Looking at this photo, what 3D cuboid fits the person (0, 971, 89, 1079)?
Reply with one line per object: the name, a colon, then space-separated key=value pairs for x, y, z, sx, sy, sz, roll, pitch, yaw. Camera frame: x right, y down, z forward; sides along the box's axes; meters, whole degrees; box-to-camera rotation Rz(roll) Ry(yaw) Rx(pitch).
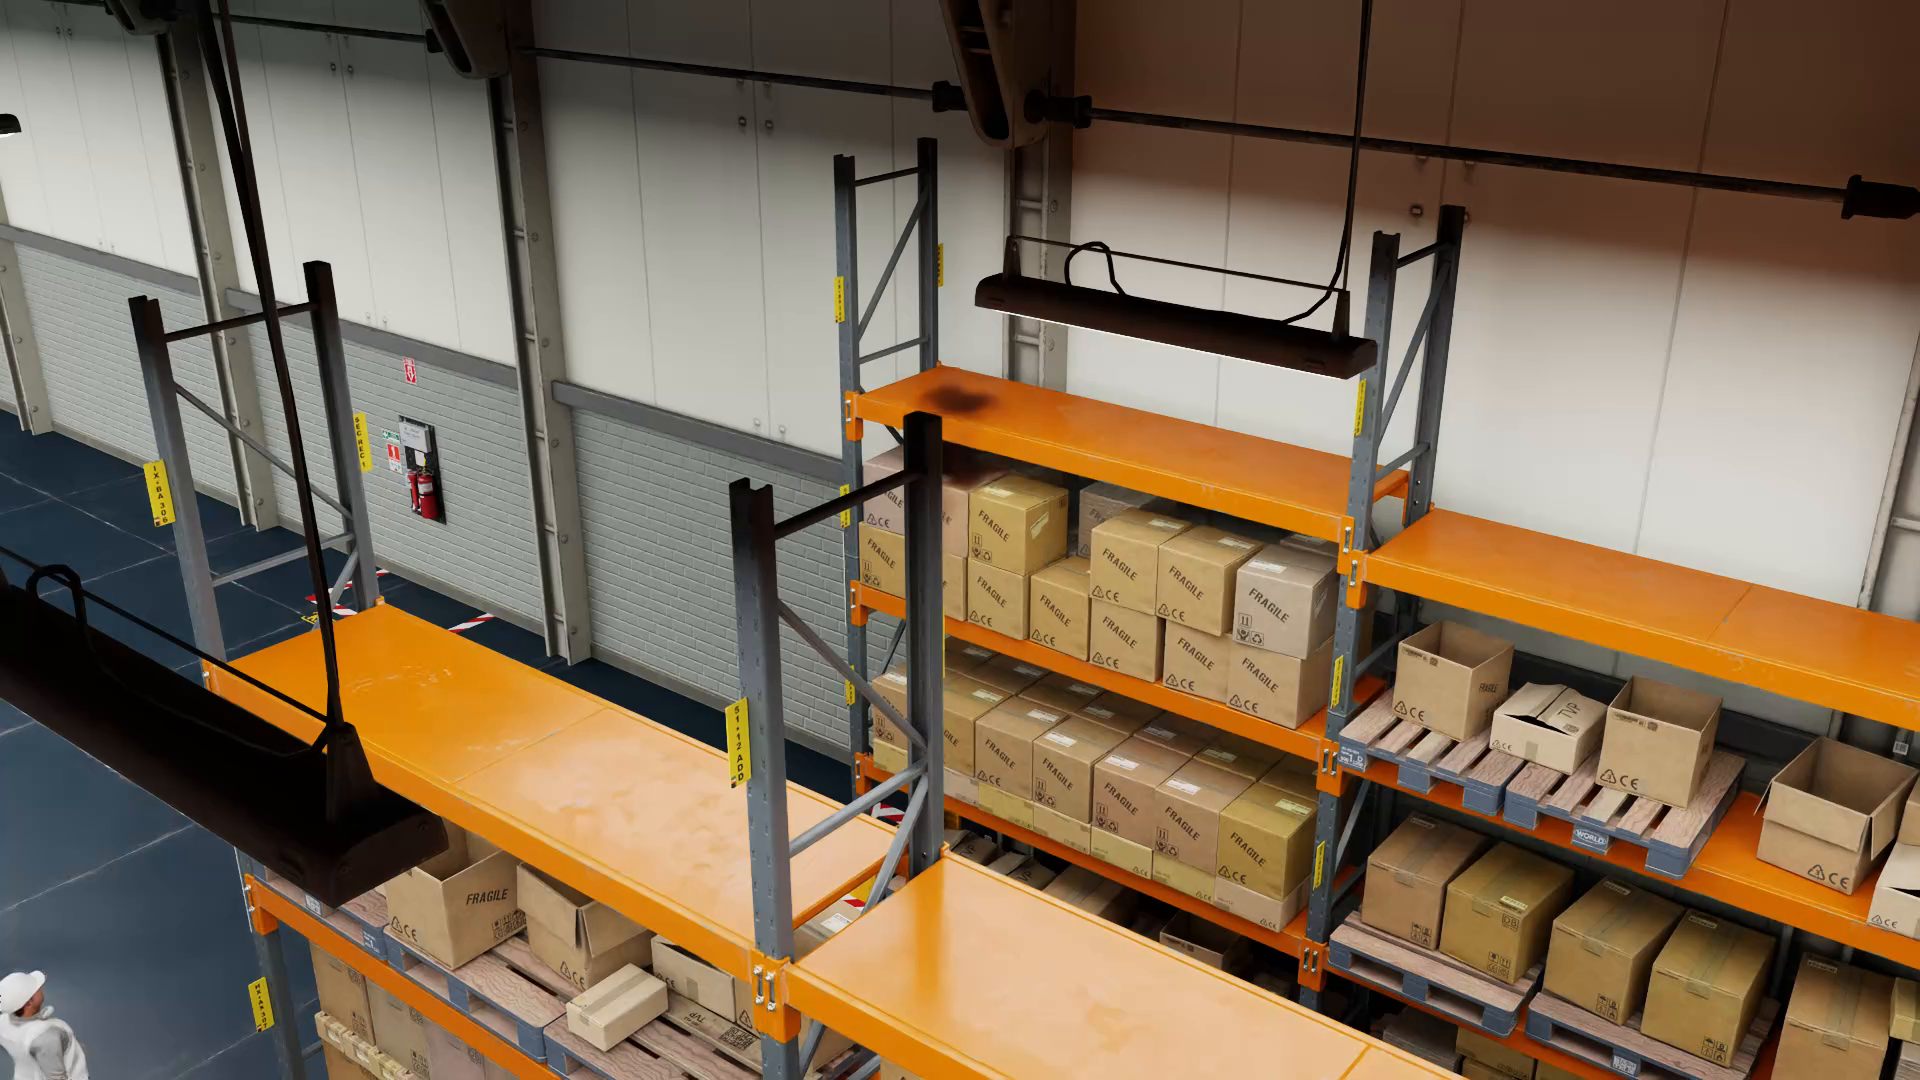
person: x=-5.589 y=3.345 z=10.355 sx=0.555 sy=1.718 sz=0.978 roll=10 pitch=25 yaw=22
